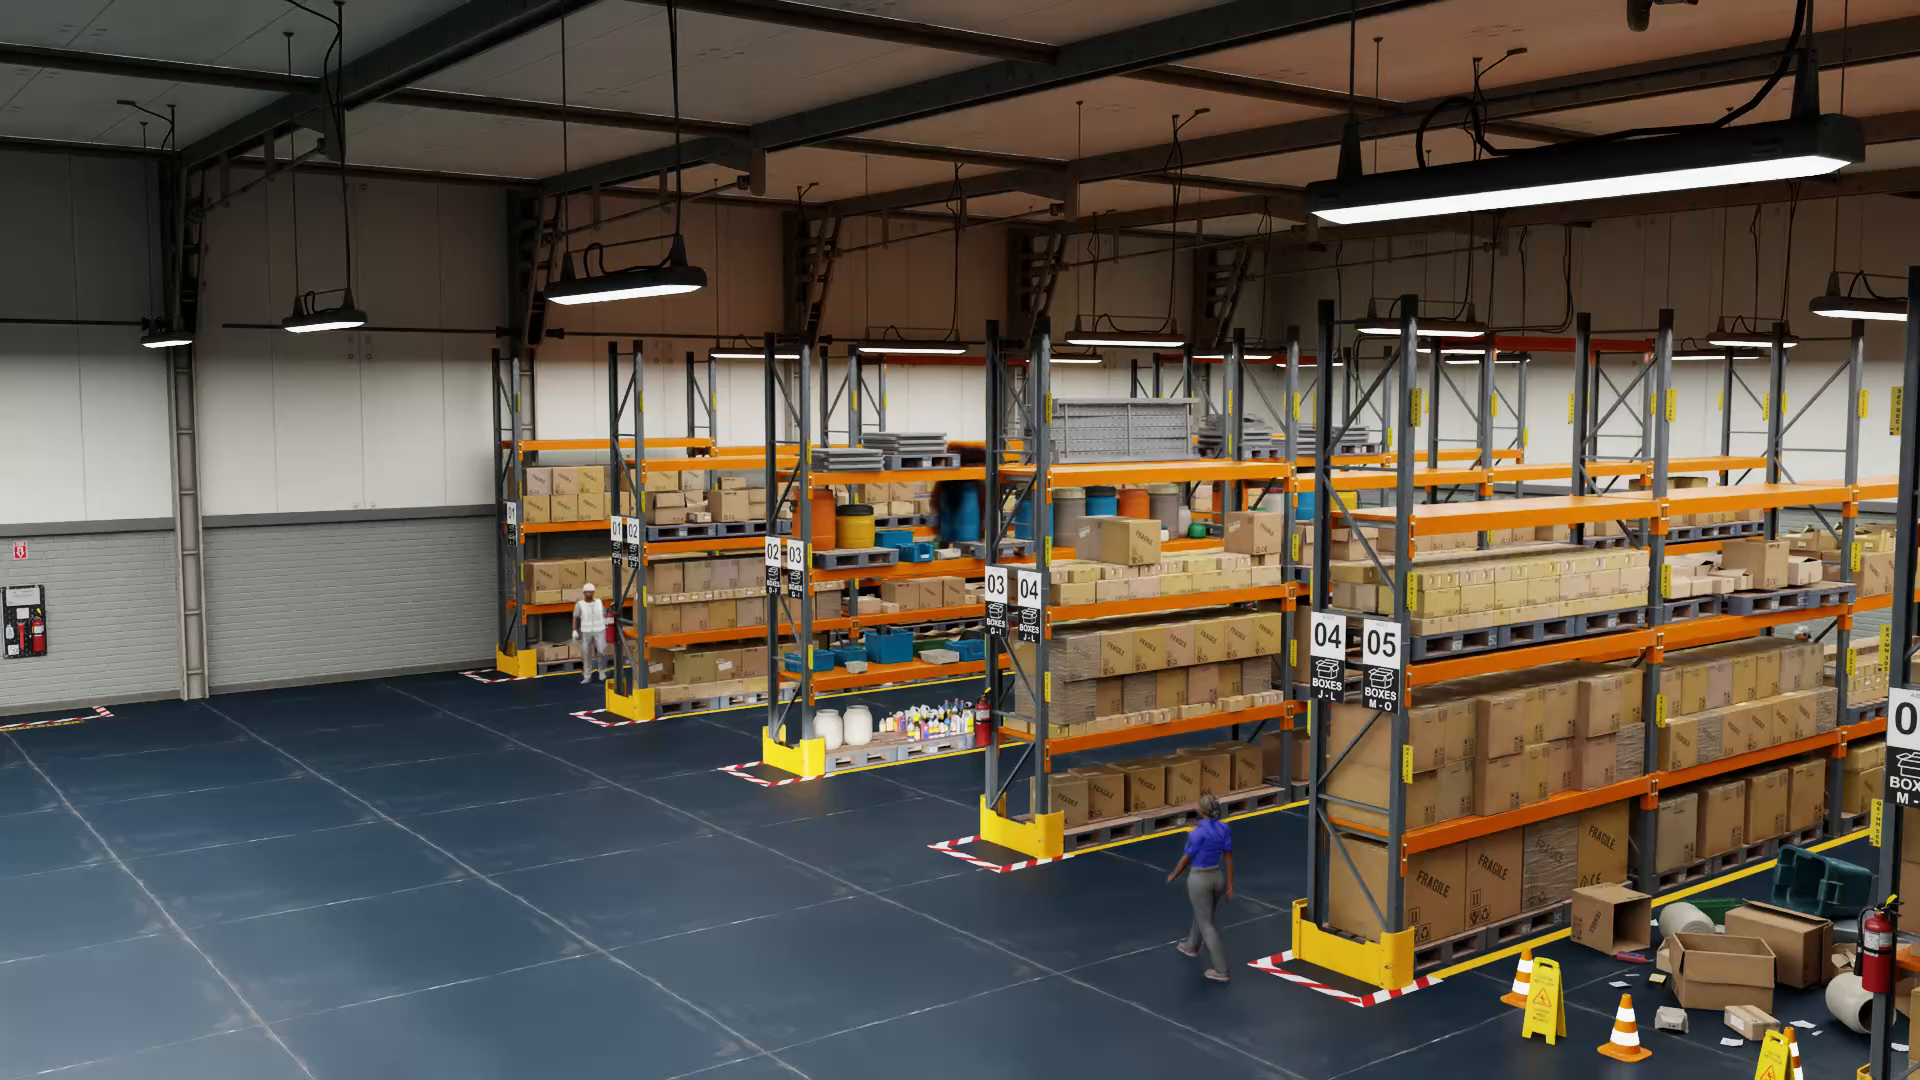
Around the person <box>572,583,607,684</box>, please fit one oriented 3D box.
[{"bbox_3d":[-6.587,1.669,29.744,0.654,1.789,0.571,-1,5,-7],"label":"person"}]

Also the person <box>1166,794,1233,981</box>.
[{"bbox_3d":[2.133,3.090,14.851,0.497,1.518,0.882,-4,6,-37],"label":"person"}]

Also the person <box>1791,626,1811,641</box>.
[{"bbox_3d":[12.910,2.120,25.485,0.927,1.628,0.606,-3,6,-32],"label":"person"}]
